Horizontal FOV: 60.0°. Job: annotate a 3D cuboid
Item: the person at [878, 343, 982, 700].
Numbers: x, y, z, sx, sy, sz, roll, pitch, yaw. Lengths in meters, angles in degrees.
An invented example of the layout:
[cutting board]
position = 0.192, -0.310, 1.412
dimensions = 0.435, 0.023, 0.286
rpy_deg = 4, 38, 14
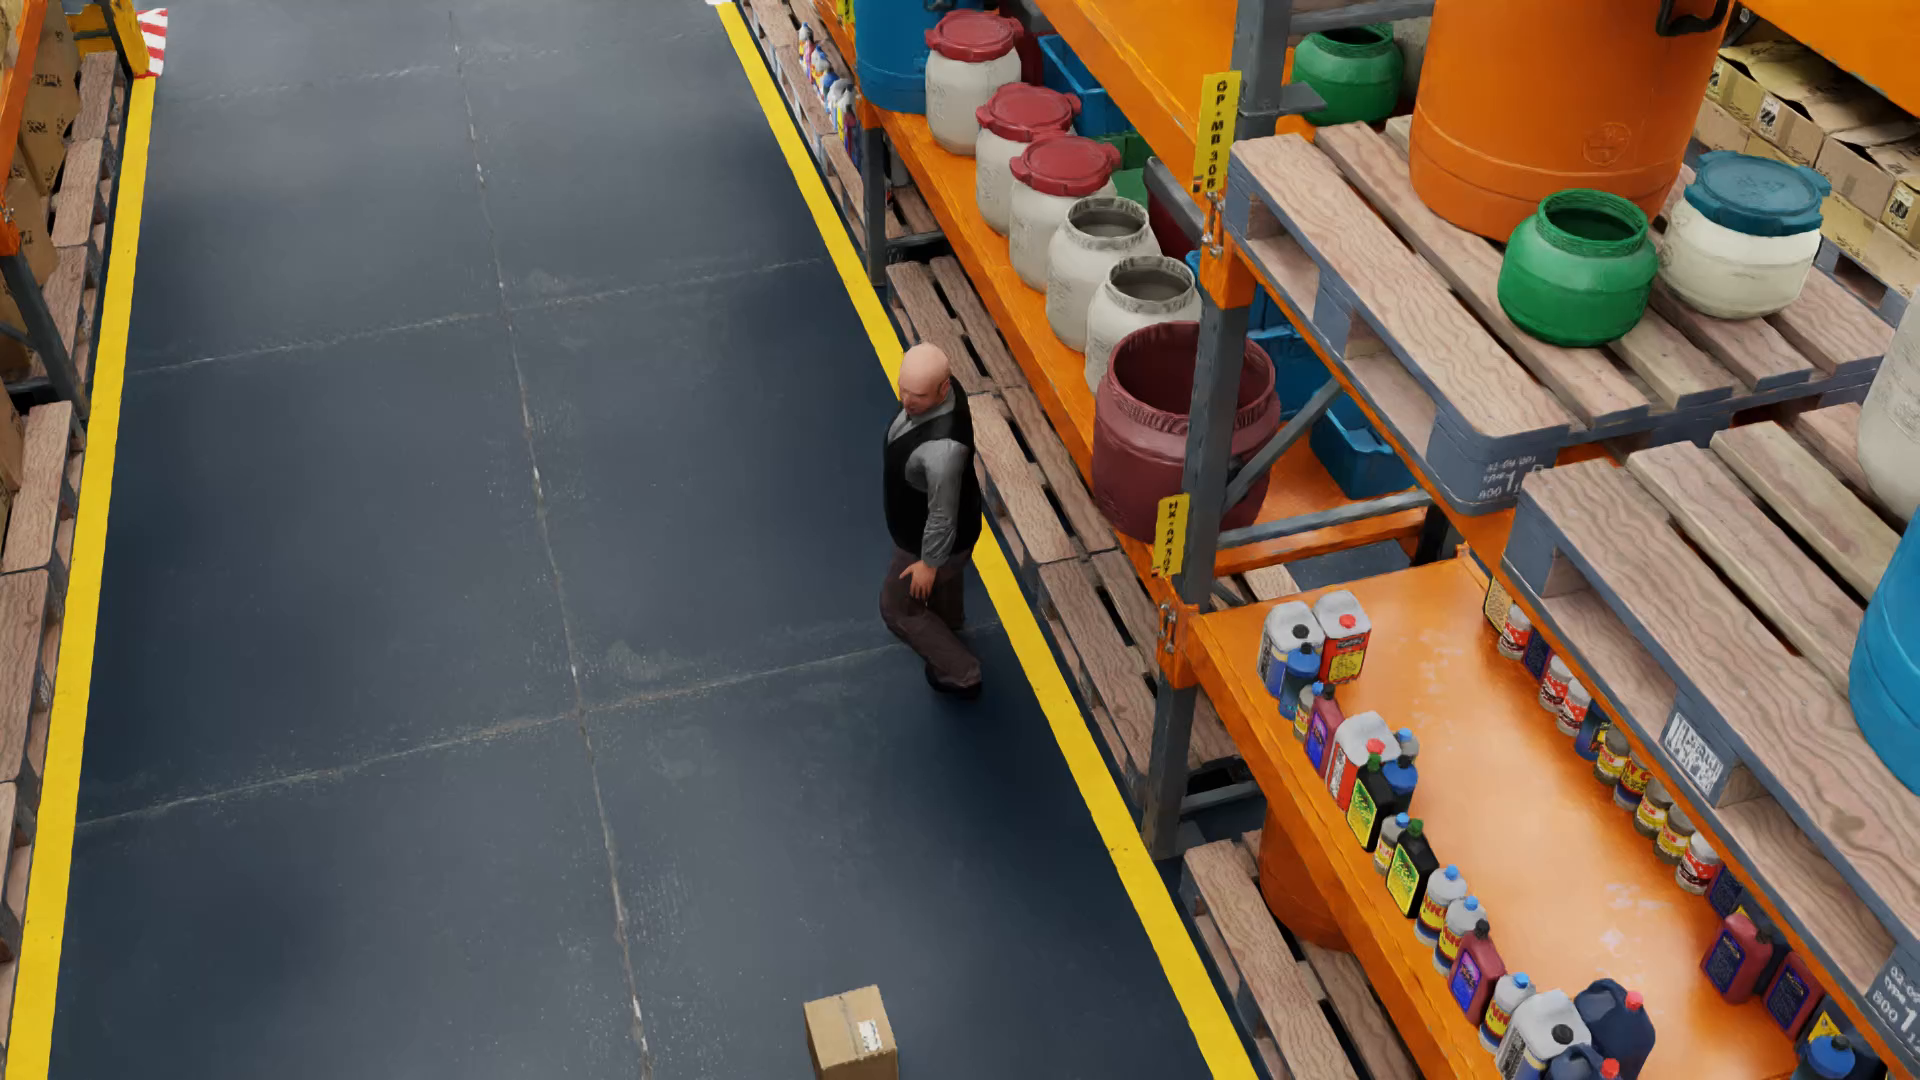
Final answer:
[person]
position = -0.111, -0.083, 6.275
dimensions = 0.417, 1.696, 0.639
rpy_deg = 2, 42, 2
